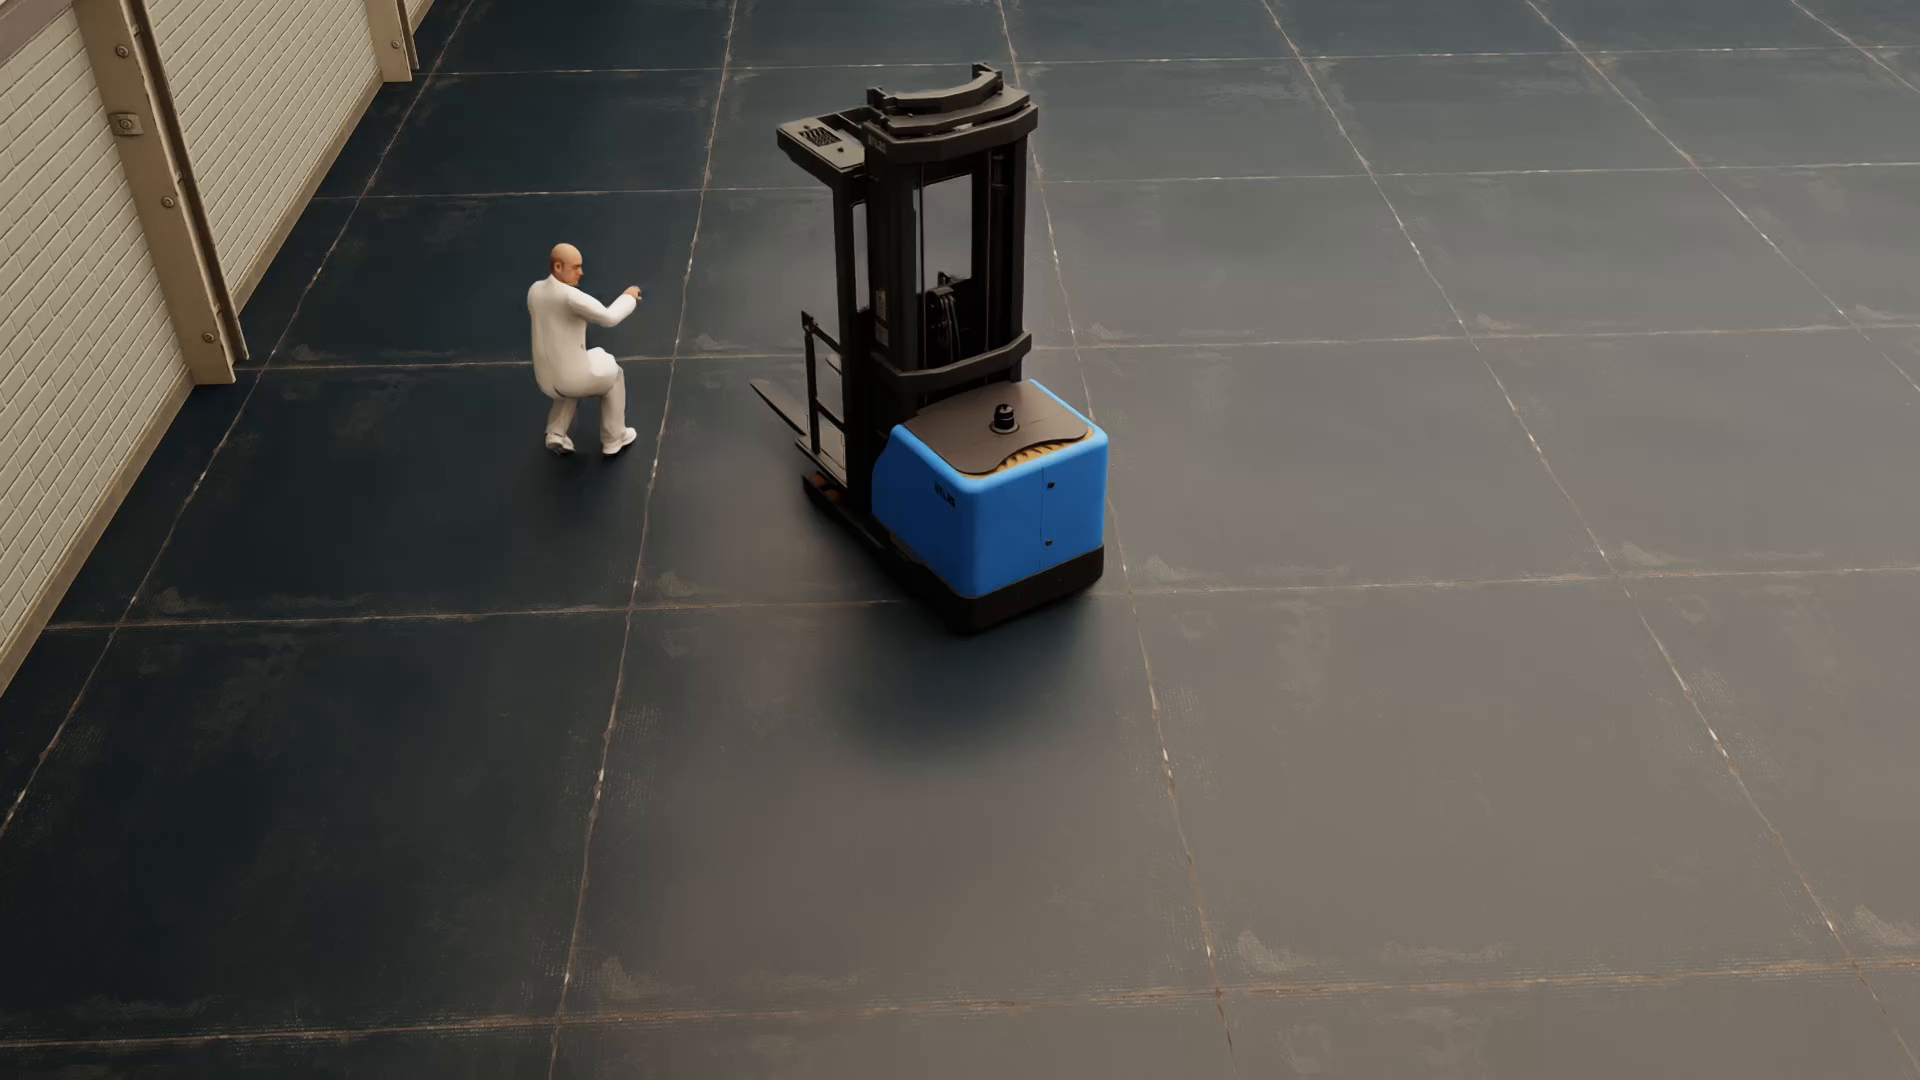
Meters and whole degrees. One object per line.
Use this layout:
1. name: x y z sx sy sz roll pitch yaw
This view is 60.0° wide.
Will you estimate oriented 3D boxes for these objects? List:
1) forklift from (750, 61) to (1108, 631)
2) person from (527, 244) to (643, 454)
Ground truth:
1. forklift: -0.364 -1.489 10.054 1.130 2.935 3.031 -21 41 -26
2. person: -2.426 -1.283 11.012 0.847 1.514 0.986 15 39 19
